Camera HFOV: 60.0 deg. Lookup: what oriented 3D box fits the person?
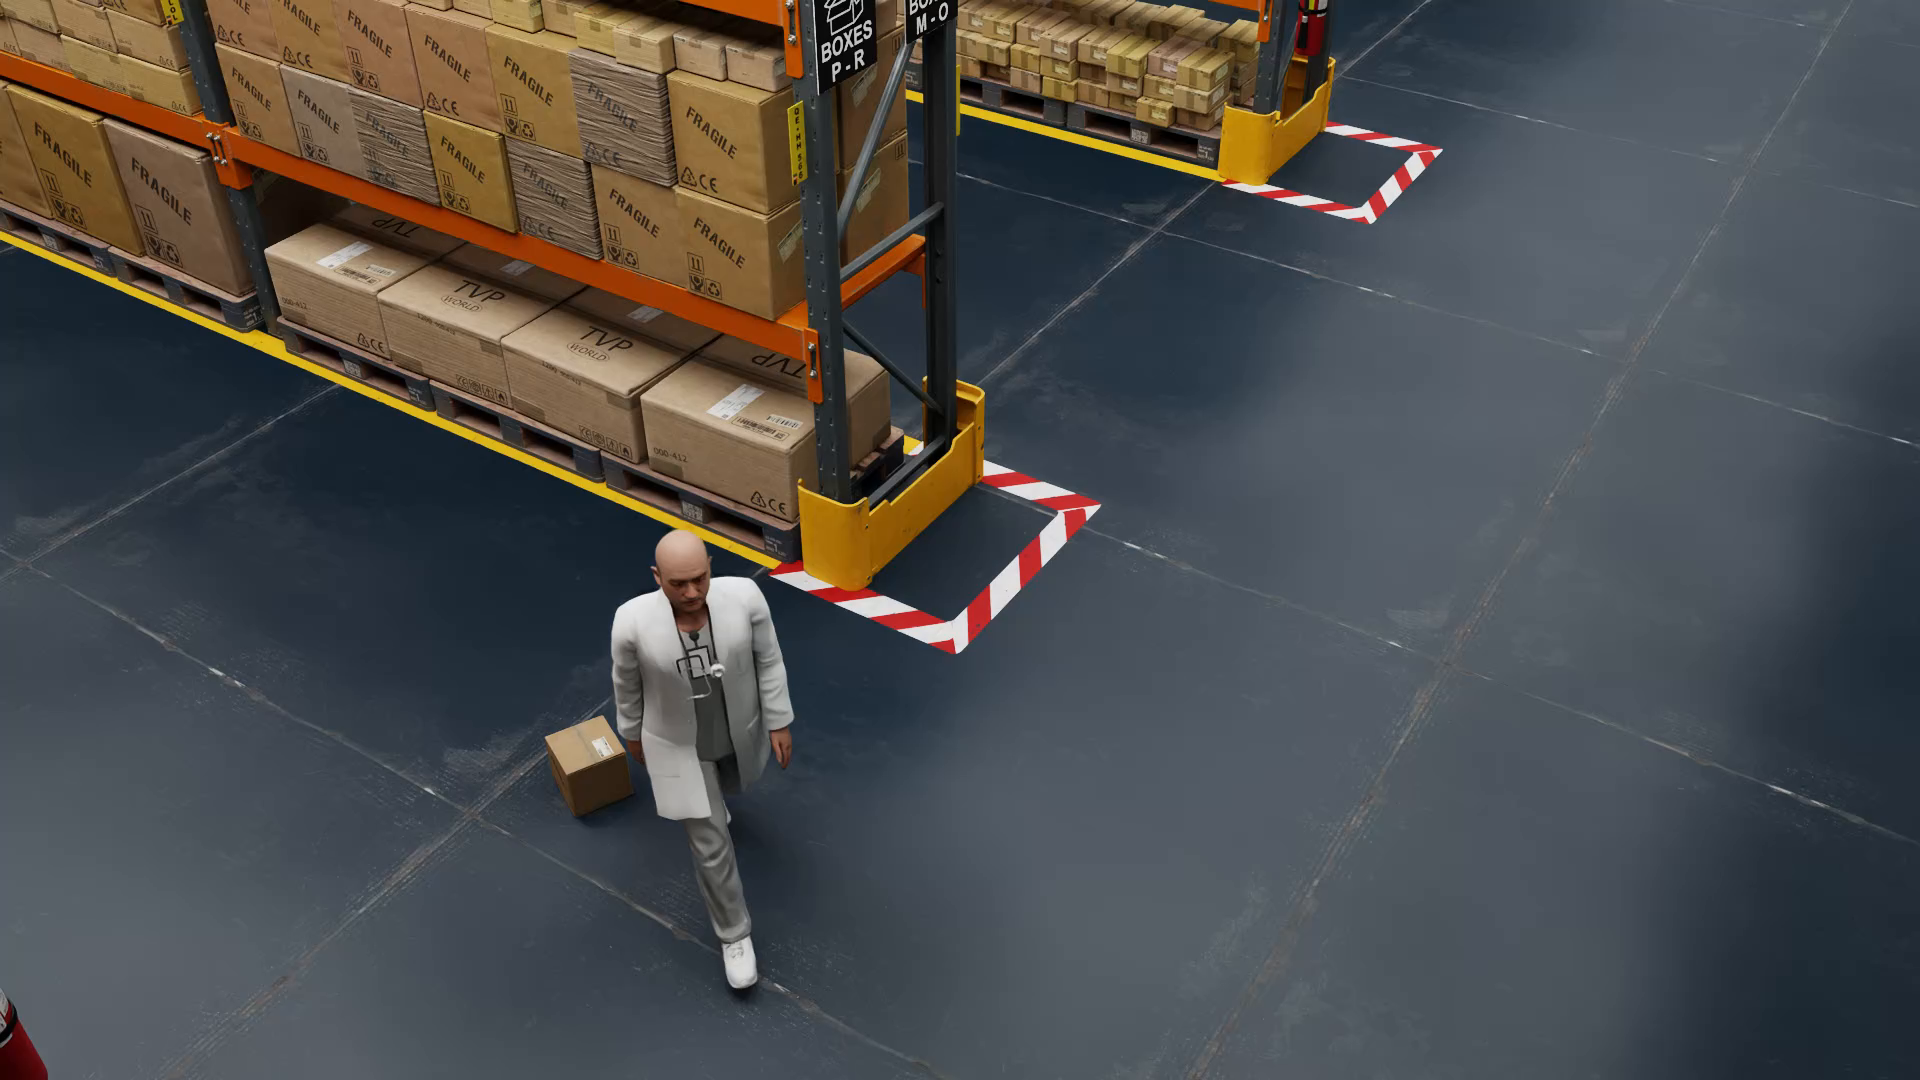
[{"bbox_3d":[-0.901,0.640,5.877,0.583,1.738,1.107,-16,41,-19],"label":"person"}]
